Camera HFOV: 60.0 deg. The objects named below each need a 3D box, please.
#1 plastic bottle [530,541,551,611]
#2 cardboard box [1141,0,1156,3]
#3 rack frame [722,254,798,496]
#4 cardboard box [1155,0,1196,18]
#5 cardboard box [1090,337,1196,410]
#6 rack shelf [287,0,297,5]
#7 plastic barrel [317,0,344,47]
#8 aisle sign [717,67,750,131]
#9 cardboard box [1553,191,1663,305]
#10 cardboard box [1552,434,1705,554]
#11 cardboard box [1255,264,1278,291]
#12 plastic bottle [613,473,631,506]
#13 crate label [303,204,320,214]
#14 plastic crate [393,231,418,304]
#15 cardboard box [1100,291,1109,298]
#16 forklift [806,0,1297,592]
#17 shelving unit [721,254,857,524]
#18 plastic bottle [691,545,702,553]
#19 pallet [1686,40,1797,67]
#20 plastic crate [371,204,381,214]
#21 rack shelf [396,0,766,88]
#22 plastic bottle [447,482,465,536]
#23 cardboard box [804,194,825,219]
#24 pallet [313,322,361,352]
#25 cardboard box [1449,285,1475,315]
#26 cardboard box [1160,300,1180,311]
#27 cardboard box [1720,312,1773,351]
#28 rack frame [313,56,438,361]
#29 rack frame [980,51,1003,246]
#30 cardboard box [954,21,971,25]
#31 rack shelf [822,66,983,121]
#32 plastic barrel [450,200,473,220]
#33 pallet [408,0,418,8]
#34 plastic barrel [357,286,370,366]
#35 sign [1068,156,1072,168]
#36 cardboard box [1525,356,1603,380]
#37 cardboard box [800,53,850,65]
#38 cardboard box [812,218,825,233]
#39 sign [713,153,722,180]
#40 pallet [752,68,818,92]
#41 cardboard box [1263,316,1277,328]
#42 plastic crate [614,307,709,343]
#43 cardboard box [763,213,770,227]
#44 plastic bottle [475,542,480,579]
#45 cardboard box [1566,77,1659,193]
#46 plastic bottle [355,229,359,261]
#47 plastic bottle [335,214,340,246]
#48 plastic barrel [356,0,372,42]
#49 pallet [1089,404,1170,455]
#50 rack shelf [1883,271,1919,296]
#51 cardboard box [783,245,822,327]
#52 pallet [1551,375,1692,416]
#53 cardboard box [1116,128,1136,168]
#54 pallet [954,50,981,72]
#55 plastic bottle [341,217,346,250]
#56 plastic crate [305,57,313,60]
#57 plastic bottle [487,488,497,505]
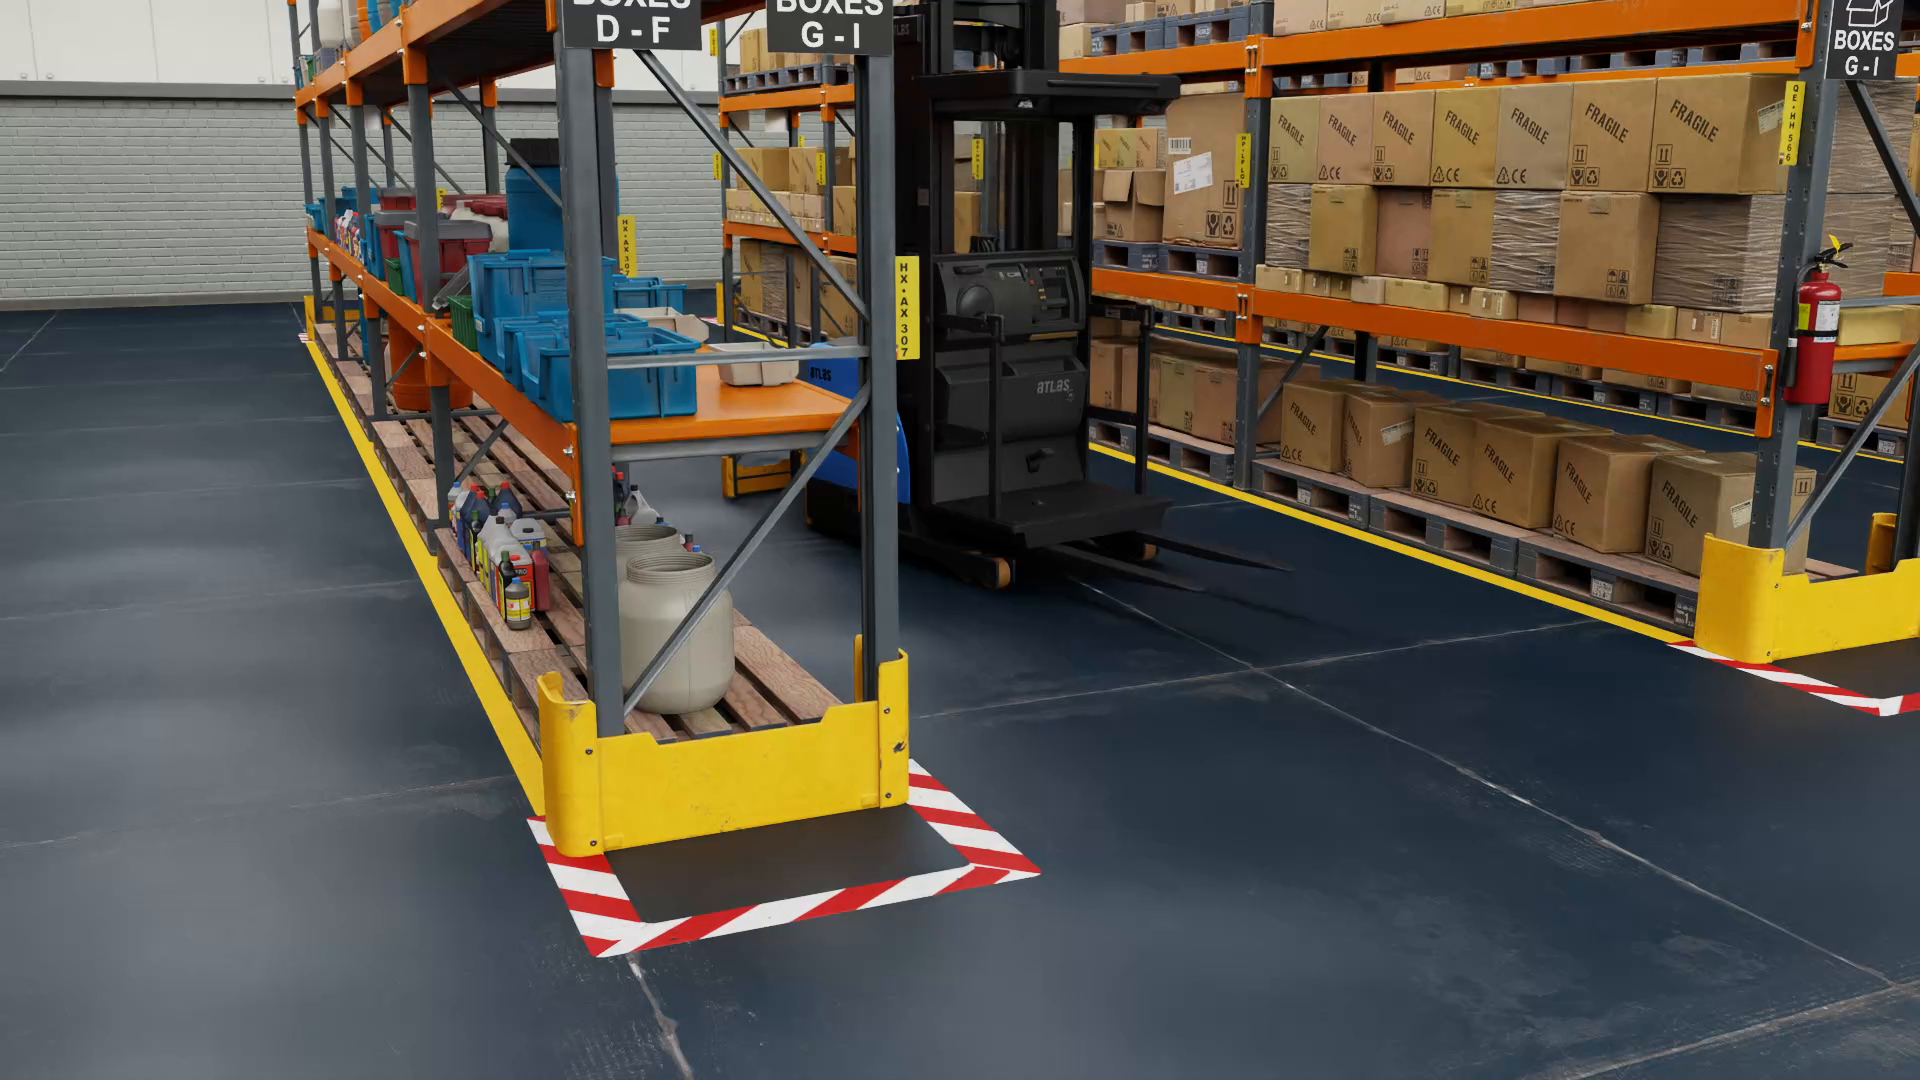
[{"bbox_3d":[-1.798,0.151,7.111,0.061,0.283,0.133,-6,14,-23],"label":"plastic bottle"},{"bbox_3d":[1.471,-4.123,12.547,0.500,0.500,0.500,-5,14,-22],"label":"cardboard box"},{"bbox_3d":[-1.262,-1.047,10.569,0.500,1.500,0.032,-10,16,-36],"label":"rack frame"},{"bbox_3d":[1.778,-3.844,11.514,0.797,0.503,0.637,-5,14,-21],"label":"cardboard box"},{"bbox_3d":[1.406,-1.284,12.831,0.700,0.500,0.500,-4,14,-18],"label":"cardboard box"},{"bbox_3d":[-6.290,-5.823,17.056,1.077,0.370,4.000,-6,14,-23],"label":"rack shelf"},{"bbox_3d":[-5.508,-4.633,14.852,0.433,0.535,0.433,0,13,0],"label":"plastic barrel"},{"bbox_3d":[-2.857,-5.561,20.978,0.394,0.787,0.004,-6,14,-23],"label":"aisle sign"},{"bbox_3d":[3.351,-1.403,7.898,0.875,0.500,0.500,-6,14,-23],"label":"cardboard box"},{"bbox_3d":[3.350,-0.239,8.360,0.500,0.500,0.500,-2,13,-8],"label":"cardboard box"},{"bbox_3d":[2.064,-1.633,10.331,0.380,0.149,0.250,-6,14,-23],"label":"cardboard box"},{"bbox_3d":[-1.685,-0.157,8.295,0.144,0.351,0.185,-6,15,-26],"label":"plastic bottle"},{"bbox_3d":[-7.294,-3.726,19.055,0.416,0.233,0.303,-6,14,-23],"label":"crate label"},{"bbox_3d":[-3.011,-1.572,9.544,0.392,0.384,0.575,-6,14,-23],"label":"plastic crate"},{"bbox_3d":[2.128,-3.365,22.650,0.380,0.149,0.250,-6,14,-23],"label":"cardboard box"},{"bbox_3d":[0.404,-1.303,8.499,1.130,2.935,3.031,-10,16,-36],"label":"forklift"},{"bbox_3d":[-0.960,-0.958,10.181,0.587,1.500,1.083,-10,16,-36],"label":"shelving unit"},{"bbox_3d":[-1.123,0.159,7.107,0.097,0.271,0.097,0,13,0],"label":"plastic bottle"},{"bbox_3d":[6.427,-3.807,12.940,0.805,0.209,1.217,-6,14,-25],"label":"pallet"},{"bbox_3d":[-5.932,-3.336,17.262,0.437,0.282,0.530,-6,14,-23],"label":"plastic crate"},{"bbox_3d":[-1.483,-2.078,6.637,1.077,0.370,4.000,-6,14,-23],"label":"rack shelf"},{"bbox_3d":[-2.558,-0.160,8.482,0.097,0.271,0.097,0,13,0],"label":"plastic bottle"},{"bbox_3d":[-1.368,-3.619,18.029,0.500,0.250,0.500,-6,14,-24],"label":"cardboard box"},{"bbox_3d":[-6.797,-2.327,18.954,1.003,0.211,1.213,-6,14,-23],"label":"pallet"},{"bbox_3d":[2.819,-1.277,8.792,0.380,0.149,0.250,-6,14,-23],"label":"cardboard box"},{"bbox_3d":[2.750,-2.987,21.014,0.380,0.149,0.250,-6,14,-23],"label":"cardboard box"},{"bbox_3d":[3.553,-0.919,7.244,0.380,0.149,0.250,-6,14,-23],"label":"cardboard box"},{"bbox_3d":[-5.489,-3.033,15.821,1.000,3.000,0.127,-6,14,-23],"label":"rack frame"},{"bbox_3d":[0.652,-2.654,14.183,1.000,3.000,0.127,-6,14,-23],"label":"rack frame"},{"bbox_3d":[0.341,-4.489,14.302,0.797,0.503,0.637,-5,14,-20],"label":"cardboard box"},{"bbox_3d":[-0.150,-4.178,15.711,1.077,0.370,4.000,-6,14,-23],"label":"rack shelf"},{"bbox_3d":[-3.279,-2.067,11.402,0.421,0.512,0.421,0,13,0],"label":"plastic barrel"},{"bbox_3d":[-1.906,-2.609,7.756,1.213,0.211,1.003,-6,14,-23],"label":"pallet"},{"bbox_3d":[-5.287,-2.101,15.518,0.600,0.901,0.708,-6,14,-23],"label":"plastic barrel"},{"bbox_3d":[1.535,-5.106,22.860,0.100,0.325,0.005,-6,14,-23],"label":"sign"},{"bbox_3d":[5.751,-1.875,14.877,1.050,0.750,0.750,-5,14,-22],"label":"cardboard box"},{"bbox_3d":[-1.319,-5.400,18.021,0.700,0.500,0.500,-7,15,-26],"label":"cardboard box"},{"bbox_3d":[-1.373,-3.391,17.926,0.380,0.149,0.250,-6,14,-23],"label":"cardboard box"},{"bbox_3d":[-3.064,-4.718,21.006,0.100,0.325,0.005,-6,14,-23],"label":"sign"},{"bbox_3d":[-1.754,-5.320,19.247,1.003,0.211,1.213,-6,14,-23],"label":"pallet"},{"bbox_3d":[3.687,-2.717,19.070,0.500,0.500,0.500,-5,14,-21],"label":"cardboard box"},{"bbox_3d":[-1.402,-0.939,7.358,0.530,0.136,0.437,-6,14,-23],"label":"plastic crate"},{"bbox_3d":[-2.096,-3.763,19.534,0.380,0.149,0.250,-6,14,-24],"label":"cardboard box"},{"bbox_3d":[-2.174,0.073,7.632,0.097,0.201,0.097,0,13,0],"label":"plastic bottle"},{"bbox_3d":[3.204,-1.876,7.723,0.500,0.500,0.500,-6,14,-23],"label":"cardboard box"},{"bbox_3d":[-4.718,-2.342,13.123,0.097,0.271,0.097,0,13,0],"label":"plastic bottle"},{"bbox_3d":[-5.680,-2.834,15.221,0.061,0.283,0.133,-6,14,-23],"label":"plastic bottle"},{"bbox_3d":[-3.495,-3.552,10.462,0.600,0.830,0.708,-6,14,-23],"label":"plastic barrel"},{"bbox_3d":[1.448,-0.882,12.712,1.003,0.211,1.213,-6,14,-23],"label":"pallet"},{"bbox_3d":[7.640,-1.491,10.754,1.077,0.370,4.000,-6,14,-23],"label":"rack shelf"},{"bbox_3d":[-1.502,-2.979,19.370,0.875,0.875,0.875,-6,14,-23],"label":"cardboard box"},{"bbox_3d":[5.968,-1.301,14.522,1.003,0.211,1.213,-6,14,-23],"label":"pallet"},{"bbox_3d":[2.365,-5.084,21.587,0.500,0.500,0.500,-6,14,-24],"label":"cardboard box"},{"bbox_3d":[0.345,-4.151,14.420,1.213,0.211,1.003,-5,14,-20],"label":"pallet"},{"bbox_3d":[-5.377,-2.678,14.547,0.061,0.283,0.133,-6,14,-23],"label":"plastic bottle"},{"bbox_3d":[-6.146,-4.572,16.189,0.416,0.233,0.300,-6,14,-23],"label":"plastic crate"},{"bbox_3d":[-2.306,-0.111,8.245,0.061,0.283,0.133,-6,14,-23],"label":"plastic bottle"}]
